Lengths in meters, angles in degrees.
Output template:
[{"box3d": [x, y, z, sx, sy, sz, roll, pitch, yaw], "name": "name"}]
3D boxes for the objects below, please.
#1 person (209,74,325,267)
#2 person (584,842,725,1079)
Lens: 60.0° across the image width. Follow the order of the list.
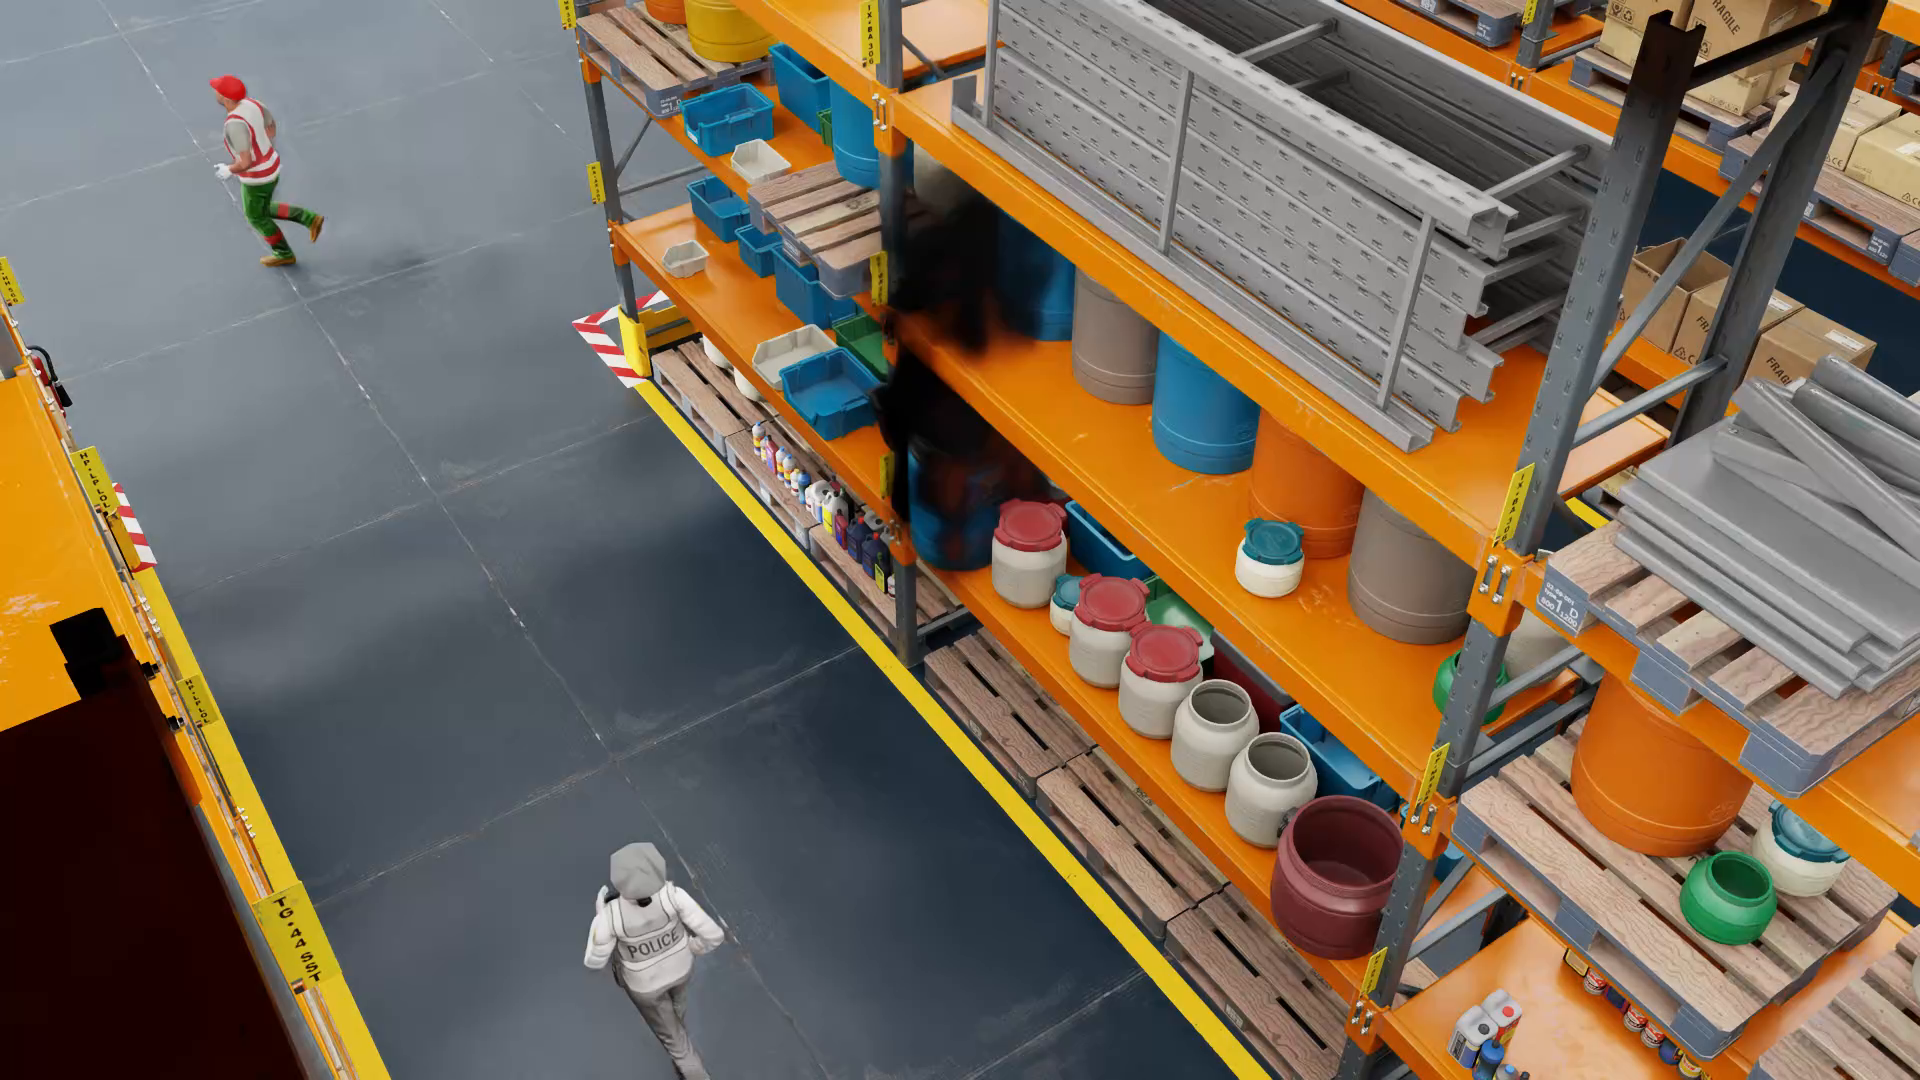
[{"box3d": [-5.768, -3.026, 13.770, 0.650, 1.756, 0.651, -1, 43, -2], "name": "person"}, {"box3d": [-1.442, 2.067, 7.860, 0.584, 1.773, 0.703, -27, 49, -26], "name": "person"}]
